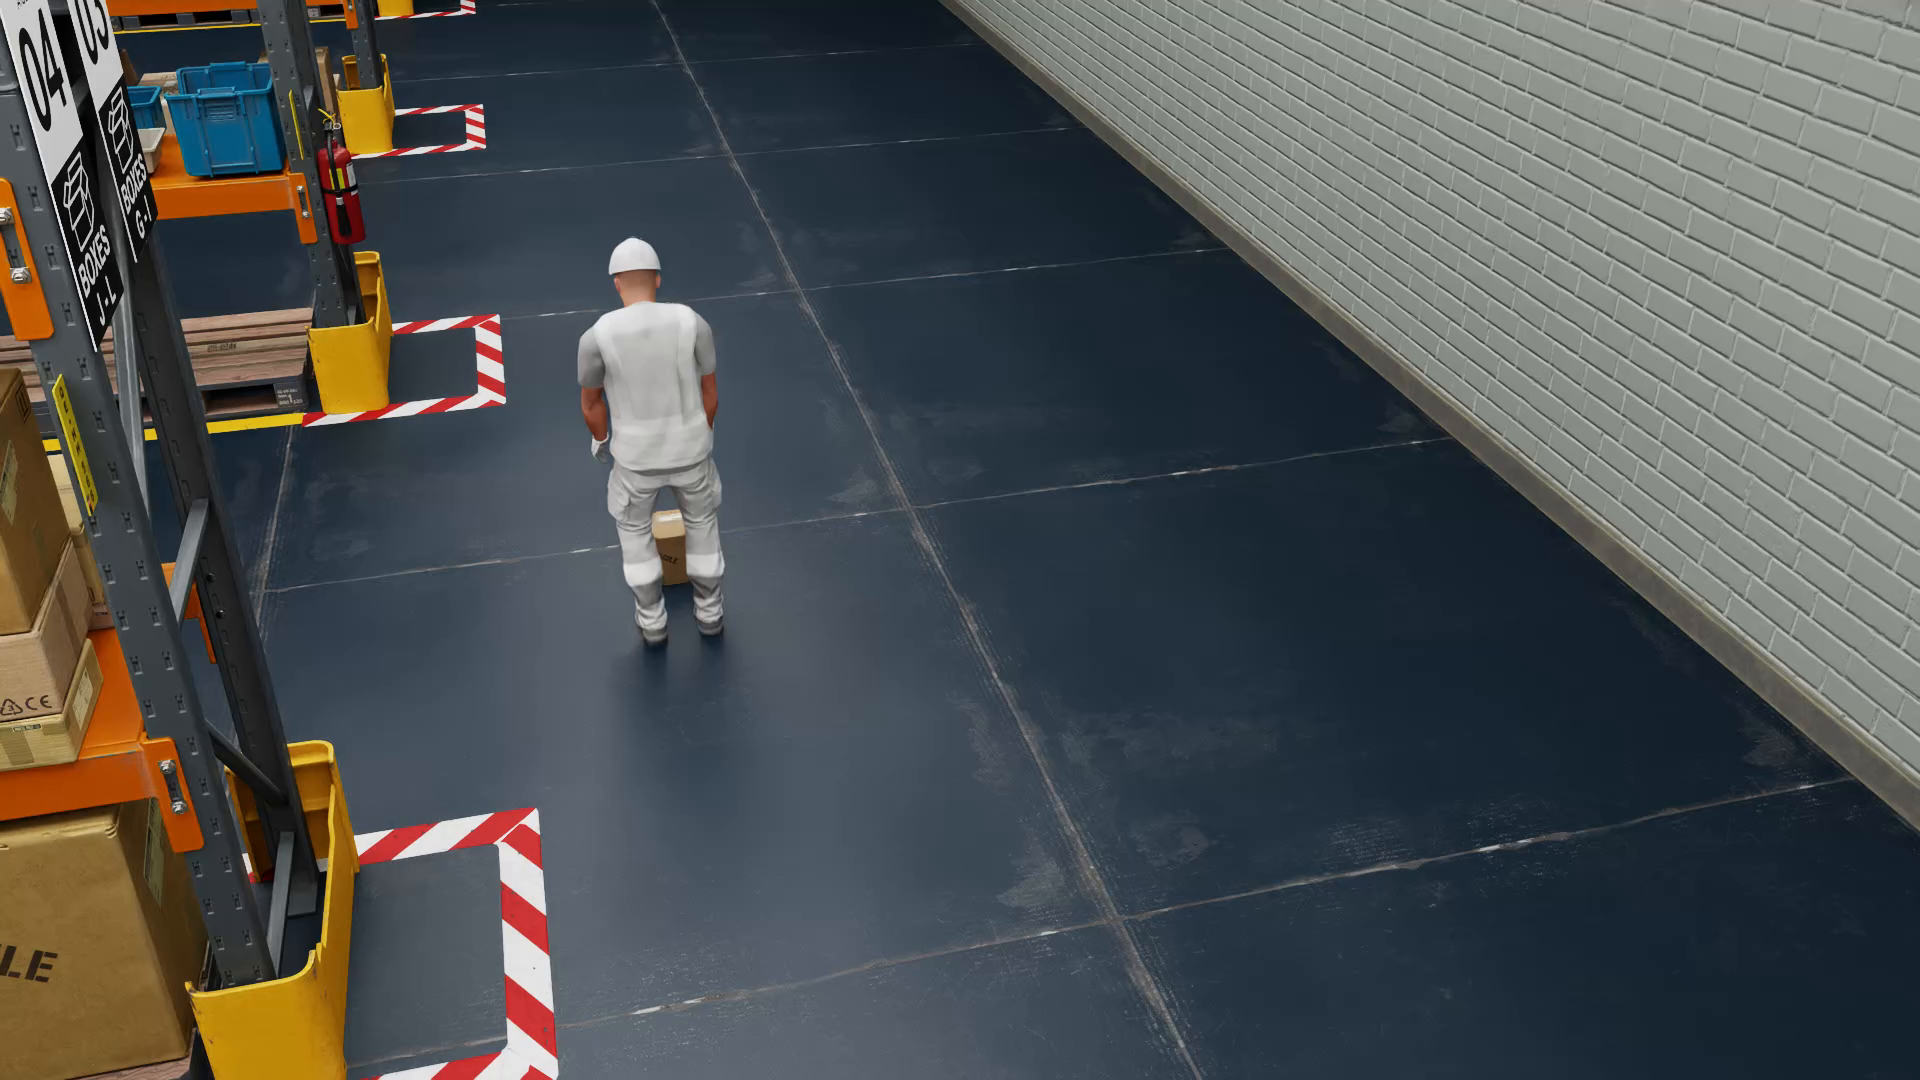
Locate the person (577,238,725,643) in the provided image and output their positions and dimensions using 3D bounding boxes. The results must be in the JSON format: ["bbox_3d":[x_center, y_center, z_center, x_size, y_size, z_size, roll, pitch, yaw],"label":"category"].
[{"bbox_3d":[-1.254,-0.381,6.833,0.547,1.724,0.477,-7,31,-12],"label":"person"}]
